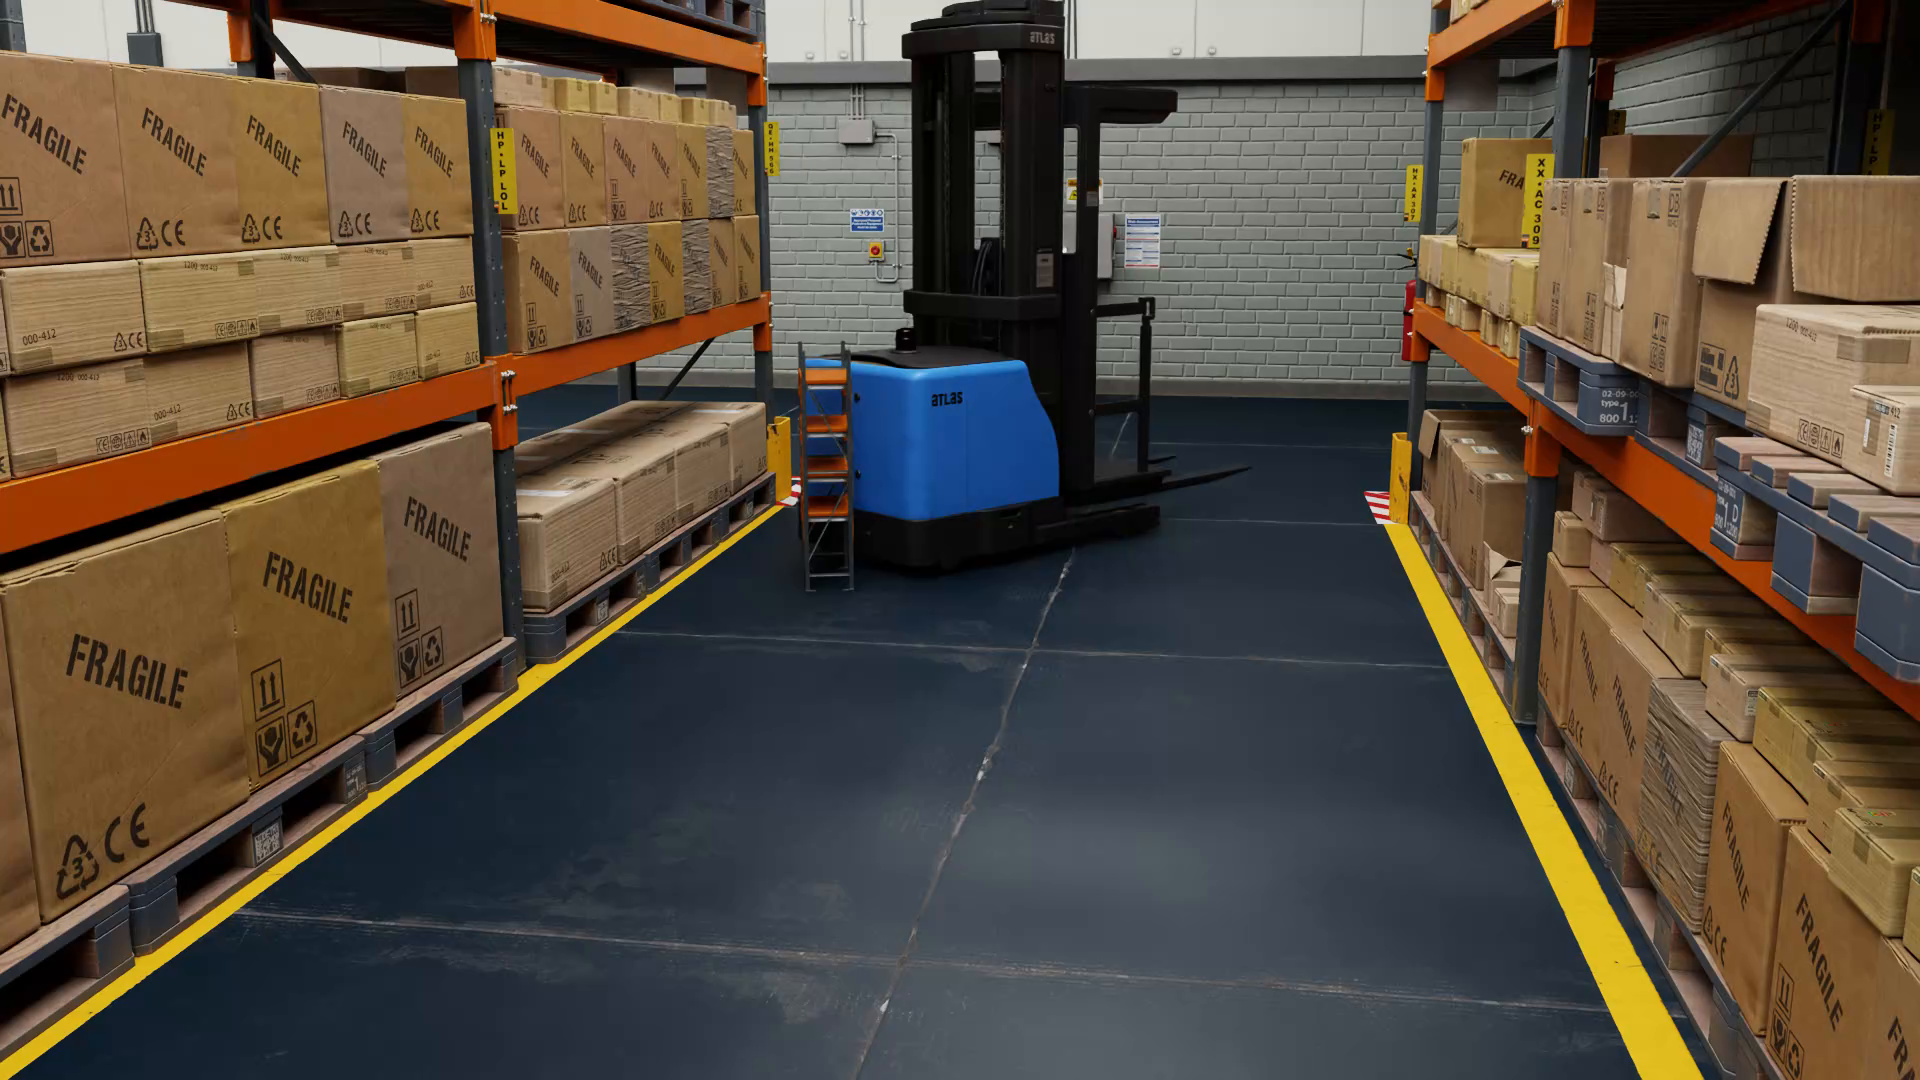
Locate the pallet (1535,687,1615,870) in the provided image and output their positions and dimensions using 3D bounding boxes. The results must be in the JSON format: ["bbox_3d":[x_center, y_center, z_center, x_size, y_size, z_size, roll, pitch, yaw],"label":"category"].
[{"bbox_3d":[2.502,0.771,5.417,1.003,0.211,1.213,2,12,9],"label":"pallet"}]

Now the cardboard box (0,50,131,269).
[{"bbox_3d":[-2.452,-0.934,4.095,0.500,0.500,0.500,2,12,10],"label":"cardboard box"}]

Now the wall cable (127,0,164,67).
[{"bbox_3d":[-7.217,-7.648,15.983,2.277,5.999,0.120,2,12,9],"label":"wall cable"}]

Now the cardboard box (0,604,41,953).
[{"bbox_3d":[-2.742,0.602,3.627,0.875,0.875,0.875,2,12,8],"label":"cardboard box"}]

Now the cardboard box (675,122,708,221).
[{"bbox_3d":[-1.670,-1.973,8.917,0.500,0.500,0.500,2,12,8],"label":"cardboard box"}]

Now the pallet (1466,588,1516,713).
[{"bbox_3d":[2.696,0.457,6.871,1.003,0.211,1.213,2,12,9],"label":"pallet"}]

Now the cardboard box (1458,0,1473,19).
[{"bbox_3d":[2.682,-2.669,8.234,0.380,0.149,0.250,2,12,8],"label":"cardboard box"}]

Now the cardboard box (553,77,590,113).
[{"bbox_3d":[-1.890,-1.993,7.473,0.380,0.149,0.250,2,12,8],"label":"cardboard box"}]

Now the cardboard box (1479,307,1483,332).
[{"bbox_3d":[2.644,-1.035,7.774,0.380,0.149,0.250,2,12,9],"label":"cardboard box"}]

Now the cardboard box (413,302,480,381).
[{"bbox_3d":[-2.135,-0.748,6.201,0.500,0.250,0.500,2,12,7],"label":"cardboard box"}]

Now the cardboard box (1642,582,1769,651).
[{"bbox_3d":[2.173,0.225,4.727,0.380,0.149,0.250,2,12,9],"label":"cardboard box"}]

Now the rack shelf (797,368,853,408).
[{"bbox_3d":[-0.681,-0.767,8.338,0.258,0.148,0.480,-1,12,-7],"label":"rack shelf"}]

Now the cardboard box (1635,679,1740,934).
[{"bbox_3d":[2.054,0.670,4.203,0.500,0.500,0.500,1,12,7],"label":"cardboard box"}]

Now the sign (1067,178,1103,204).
[{"bbox_3d":[1.174,-3.281,15.635,0.339,0.242,0.001,2,12,9],"label":"sign"}]

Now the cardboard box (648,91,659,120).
[{"bbox_3d":[-1.759,-2.208,8.468,0.380,0.149,0.250,2,12,10],"label":"cardboard box"}]

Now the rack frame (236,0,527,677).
[{"bbox_3d":[-2.315,-0.923,6.657,1.000,3.000,0.127,2,12,9],"label":"rack frame"}]

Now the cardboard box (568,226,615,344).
[{"bbox_3d":[-1.903,-1.166,7.546,0.500,0.500,0.500,2,12,9],"label":"cardboard box"}]

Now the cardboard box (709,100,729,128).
[{"bbox_3d":[-1.529,-2.419,9.449,0.380,0.149,0.250,2,12,8],"label":"cardboard box"}]

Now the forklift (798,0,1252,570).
[{"bbox_3d":[0.528,-1.515,9.568,3.031,2.935,1.130,-11,16,-42],"label":"forklift"}]

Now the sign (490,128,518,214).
[{"bbox_3d":[-1.778,-1.435,6.471,0.100,0.325,0.005,2,12,9],"label":"sign"}]

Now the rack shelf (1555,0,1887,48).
[{"bbox_3d":[2.282,-1.461,3.742,1.077,0.370,4.000,2,12,9],"label":"rack shelf"}]

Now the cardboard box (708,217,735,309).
[{"bbox_3d":[-1.605,-1.592,9.522,0.500,0.500,0.500,2,12,7],"label":"cardboard box"}]

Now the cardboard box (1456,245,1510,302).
[{"bbox_3d":[2.659,-1.264,7.890,0.500,0.250,0.500,2,12,7],"label":"cardboard box"}]

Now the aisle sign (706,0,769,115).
[{"bbox_3d":[-1.383,-3.032,10.270,0.394,0.787,0.004,2,12,9],"label":"aisle sign"}]

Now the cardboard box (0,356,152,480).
[{"bbox_3d":[-2.459,-0.327,4.248,0.500,0.250,0.500,2,12,11],"label":"cardboard box"}]

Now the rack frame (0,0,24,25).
[{"bbox_3d":[-6.607,-4.828,10.535,1.000,3.000,0.127,2,12,9],"label":"rack frame"}]

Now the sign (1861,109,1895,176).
[{"bbox_3d":[3.139,-1.312,5.712,0.100,0.325,0.005,2,12,9],"label":"sign"}]

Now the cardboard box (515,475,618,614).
[{"bbox_3d":[-2.113,-0.003,7.473,0.875,0.438,0.875,2,12,8],"label":"cardboard box"}]

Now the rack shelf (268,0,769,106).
[{"bbox_3d":[-2.008,-2.454,8.348,1.077,0.370,4.000,2,12,9],"label":"rack shelf"}]

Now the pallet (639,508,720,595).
[{"bbox_3d":[-1.936,0.030,8.855,1.003,0.211,1.213,2,12,9],"label":"pallet"}]

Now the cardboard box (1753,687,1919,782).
[{"bbox_3d":[2.019,0.442,3.722,0.380,0.149,0.250,2,12,8],"label":"cardboard box"}]

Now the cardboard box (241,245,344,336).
[{"bbox_3d":[-2.286,-0.782,5.172,0.500,0.250,0.500,2,12,10],"label":"cardboard box"}]

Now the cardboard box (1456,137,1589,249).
[{"bbox_3d":[2.639,-1.636,7.837,0.500,0.500,0.500,2,12,10],"label":"cardboard box"}]

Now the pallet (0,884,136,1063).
[{"bbox_3d":[-2.735,1.111,3.837,1.003,0.211,1.213,2,12,9],"label":"pallet"}]

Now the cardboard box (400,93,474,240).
[{"bbox_3d":[-2.136,-1.360,6.072,0.500,0.500,0.500,2,12,10],"label":"cardboard box"}]

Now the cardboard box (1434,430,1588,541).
[{"bbox_3d":[2.847,-0.278,8.601,0.700,0.500,0.500,2,12,11],"label":"cardboard box"}]

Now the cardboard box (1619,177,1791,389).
[{"bbox_3d":[2.094,-0.653,4.167,0.700,0.500,0.500,2,12,8],"label":"cardboard box"}]

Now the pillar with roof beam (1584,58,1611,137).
[{"bbox_3d":[0.256,-5.200,12.262,9.100,9.000,0.400,2,12,9],"label":"pillar with roof beam"}]

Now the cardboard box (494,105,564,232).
[{"bbox_3d":[-2.003,-1.552,6.965,0.500,0.500,0.500,2,12,9],"label":"cardboard box"}]

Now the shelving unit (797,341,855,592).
[{"bbox_3d":[-0.681,-0.383,8.420,0.258,1.200,0.503,-1,12,-7],"label":"shelving unit"}]

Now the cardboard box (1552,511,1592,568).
[{"bbox_3d":[2.272,0.003,5.758,0.380,0.149,0.250,2,12,11],"label":"cardboard box"}]

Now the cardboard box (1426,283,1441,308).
[{"bbox_3d":[2.883,-1.413,9.528,0.380,0.149,0.250,2,12,8],"label":"cardboard box"}]

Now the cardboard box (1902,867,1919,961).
[{"bbox_3d":[1.800,0.658,2.716,0.380,0.149,0.250,1,12,6],"label":"cardboard box"}]

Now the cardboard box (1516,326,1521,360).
[{"bbox_3d":[2.408,-0.770,6.541,0.380,0.149,0.250,2,12,10],"label":"cardboard box"}]

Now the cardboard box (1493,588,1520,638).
[{"bbox_3d":[2.385,0.300,6.753,0.380,0.149,0.250,2,12,7],"label":"cardboard box"}]

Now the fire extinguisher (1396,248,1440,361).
[{"bbox_3d":[2.771,-1.421,10.037,0.296,0.674,0.183,2,12,9],"label":"fire extinguisher"}]
